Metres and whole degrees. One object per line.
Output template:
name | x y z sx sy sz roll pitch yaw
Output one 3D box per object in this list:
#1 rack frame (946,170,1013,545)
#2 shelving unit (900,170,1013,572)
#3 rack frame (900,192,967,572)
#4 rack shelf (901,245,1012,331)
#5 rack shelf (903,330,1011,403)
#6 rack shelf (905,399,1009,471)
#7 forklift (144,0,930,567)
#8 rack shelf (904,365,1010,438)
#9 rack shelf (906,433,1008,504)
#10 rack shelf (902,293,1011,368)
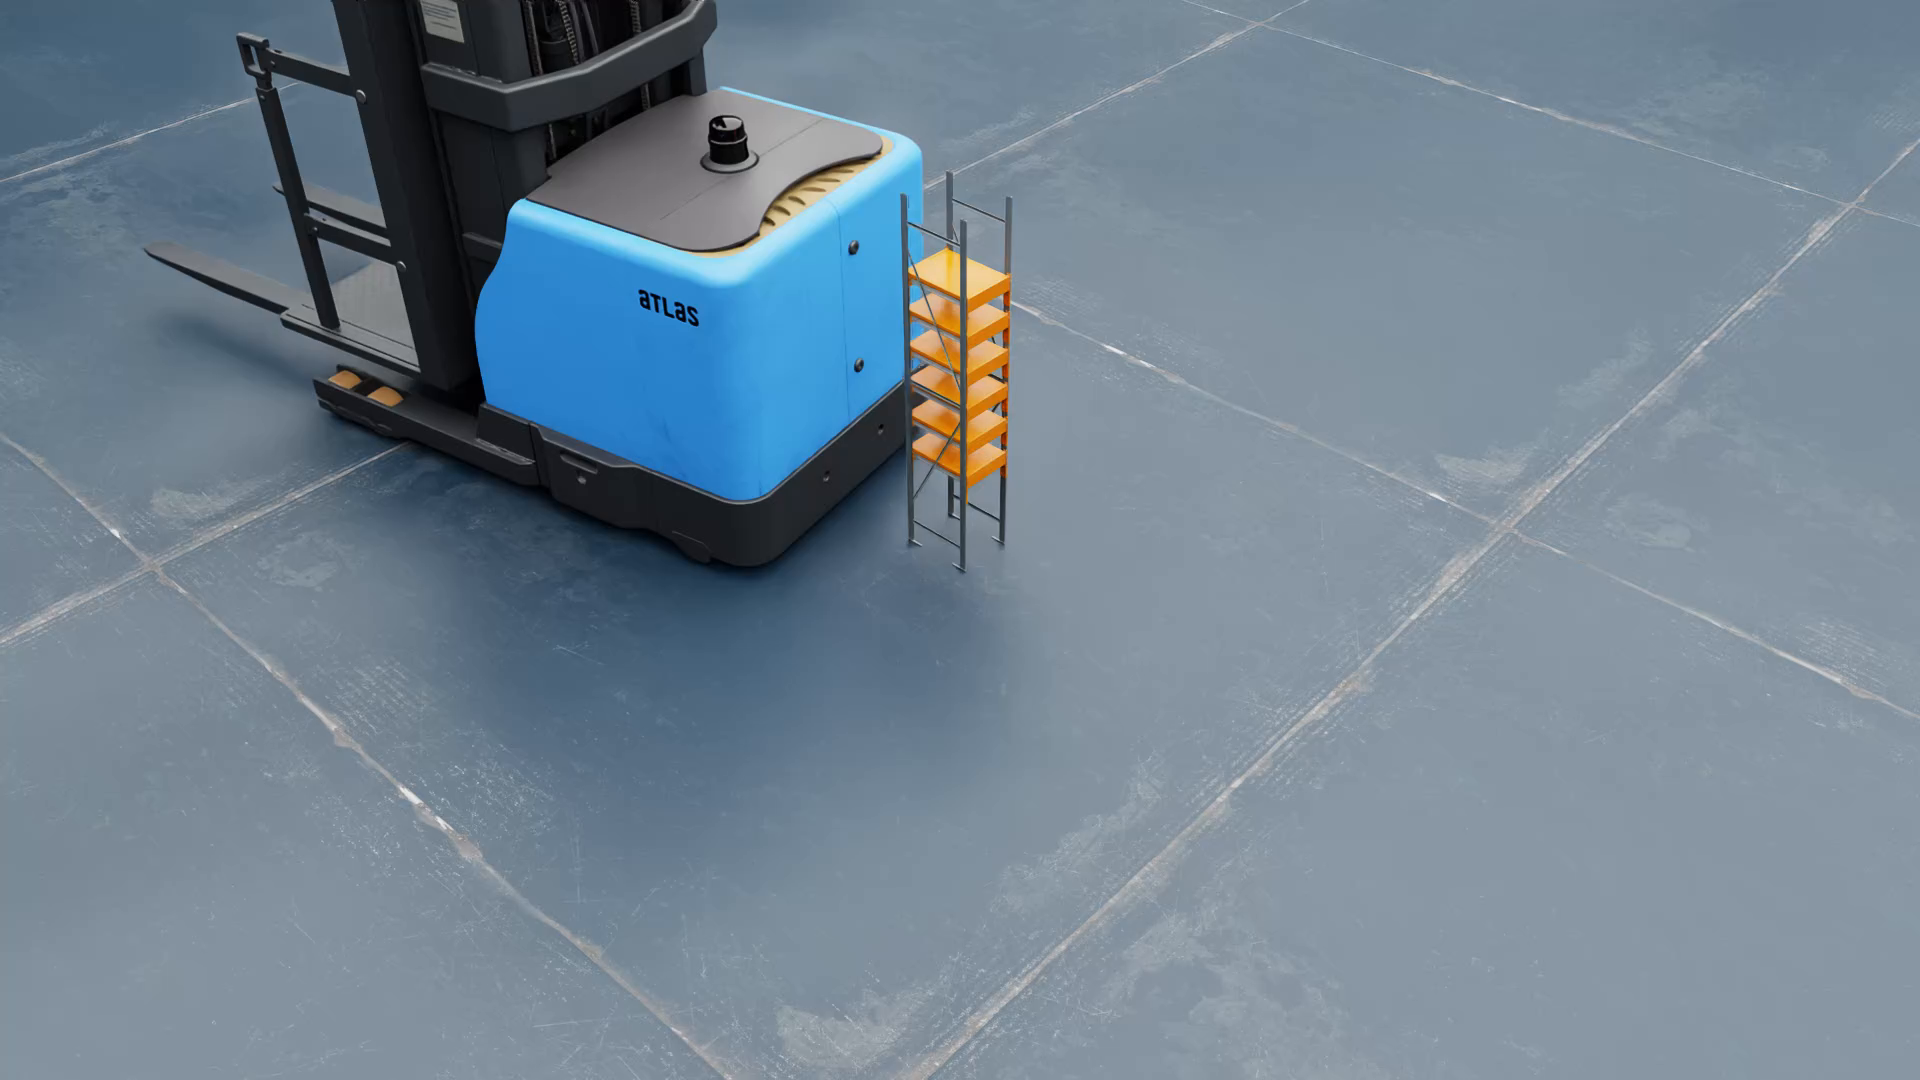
rack frame | 0.052 -0.505 4.921 0.240 1.200 0.006 30 47 32
shelving unit | -0.010 -0.463 4.868 0.258 1.200 0.189 30 47 32
rack frame | -0.071 -0.421 4.815 0.240 1.200 0.006 30 47 32
rack shelf | -0.010 -0.710 4.672 0.258 0.103 0.180 30 47 32
rack shelf | -0.010 -0.522 4.821 0.258 0.103 0.180 30 47 32
rack shelf | -0.010 -0.334 4.971 0.258 0.103 0.180 30 47 32
forklift | -1.624 -1.758 5.106 3.031 2.935 1.130 21 43 24
rack shelf | -0.010 -0.428 4.896 0.258 0.103 0.180 30 47 32
rack shelf | -0.010 -0.240 5.045 0.258 0.103 0.180 30 47 32
rack shelf | -0.010 -0.616 4.746 0.258 0.103 0.180 30 47 32
